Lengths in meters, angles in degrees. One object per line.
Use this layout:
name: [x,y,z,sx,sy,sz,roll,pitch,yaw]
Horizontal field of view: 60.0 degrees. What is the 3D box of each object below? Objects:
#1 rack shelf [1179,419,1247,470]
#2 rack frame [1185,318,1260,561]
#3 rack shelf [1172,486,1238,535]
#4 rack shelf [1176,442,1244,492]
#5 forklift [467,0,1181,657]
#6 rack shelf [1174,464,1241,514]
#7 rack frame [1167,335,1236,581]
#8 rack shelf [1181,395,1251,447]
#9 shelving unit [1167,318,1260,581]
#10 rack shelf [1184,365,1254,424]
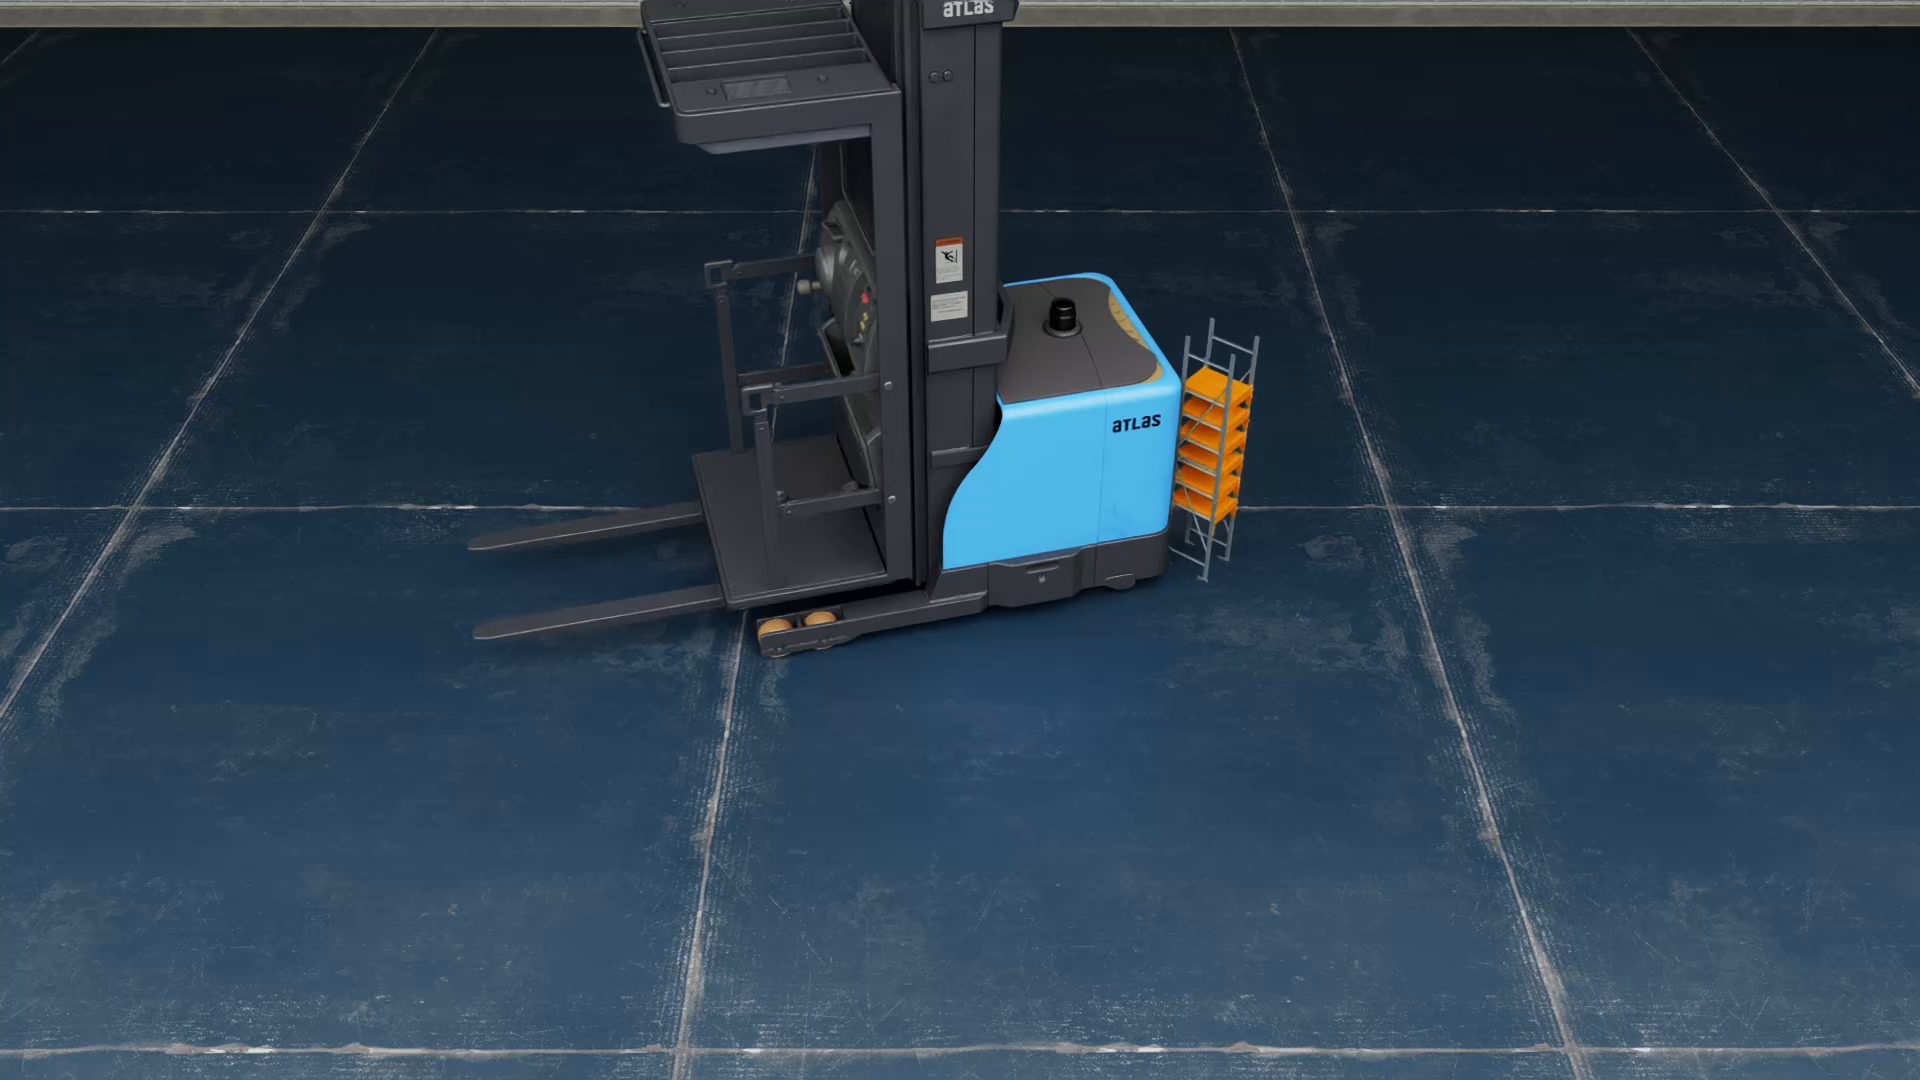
rack shelf: [1.085,-0.433,7.209,0.258,0.103,0.180,28,46,30]
rack frame: [1.143,-0.418,7.311,0.240,1.200,0.006,28,46,30]
rack shelf: [1.083,-0.153,7.434,0.258,0.103,0.180,28,46,30]
rack shelf: [1.084,-0.340,7.284,0.258,0.103,0.180,28,46,30]
forklift: [-0.641,-1.009,6.665,3.031,2.935,1.130,-10,40,-12]
rack shelf: [1.084,-0.246,7.359,0.258,0.103,0.180,28,46,30]
rack frame: [1.026,-0.331,7.201,0.240,1.200,0.006,28,46,30]
rack shelf: [1.085,-0.527,7.134,0.258,0.103,0.180,28,46,30]
shelving unit: [1.084,-0.374,7.256,0.258,1.200,0.189,28,46,30]
rack shelf: [1.086,-0.621,7.059,0.258,0.103,0.180,28,46,30]
